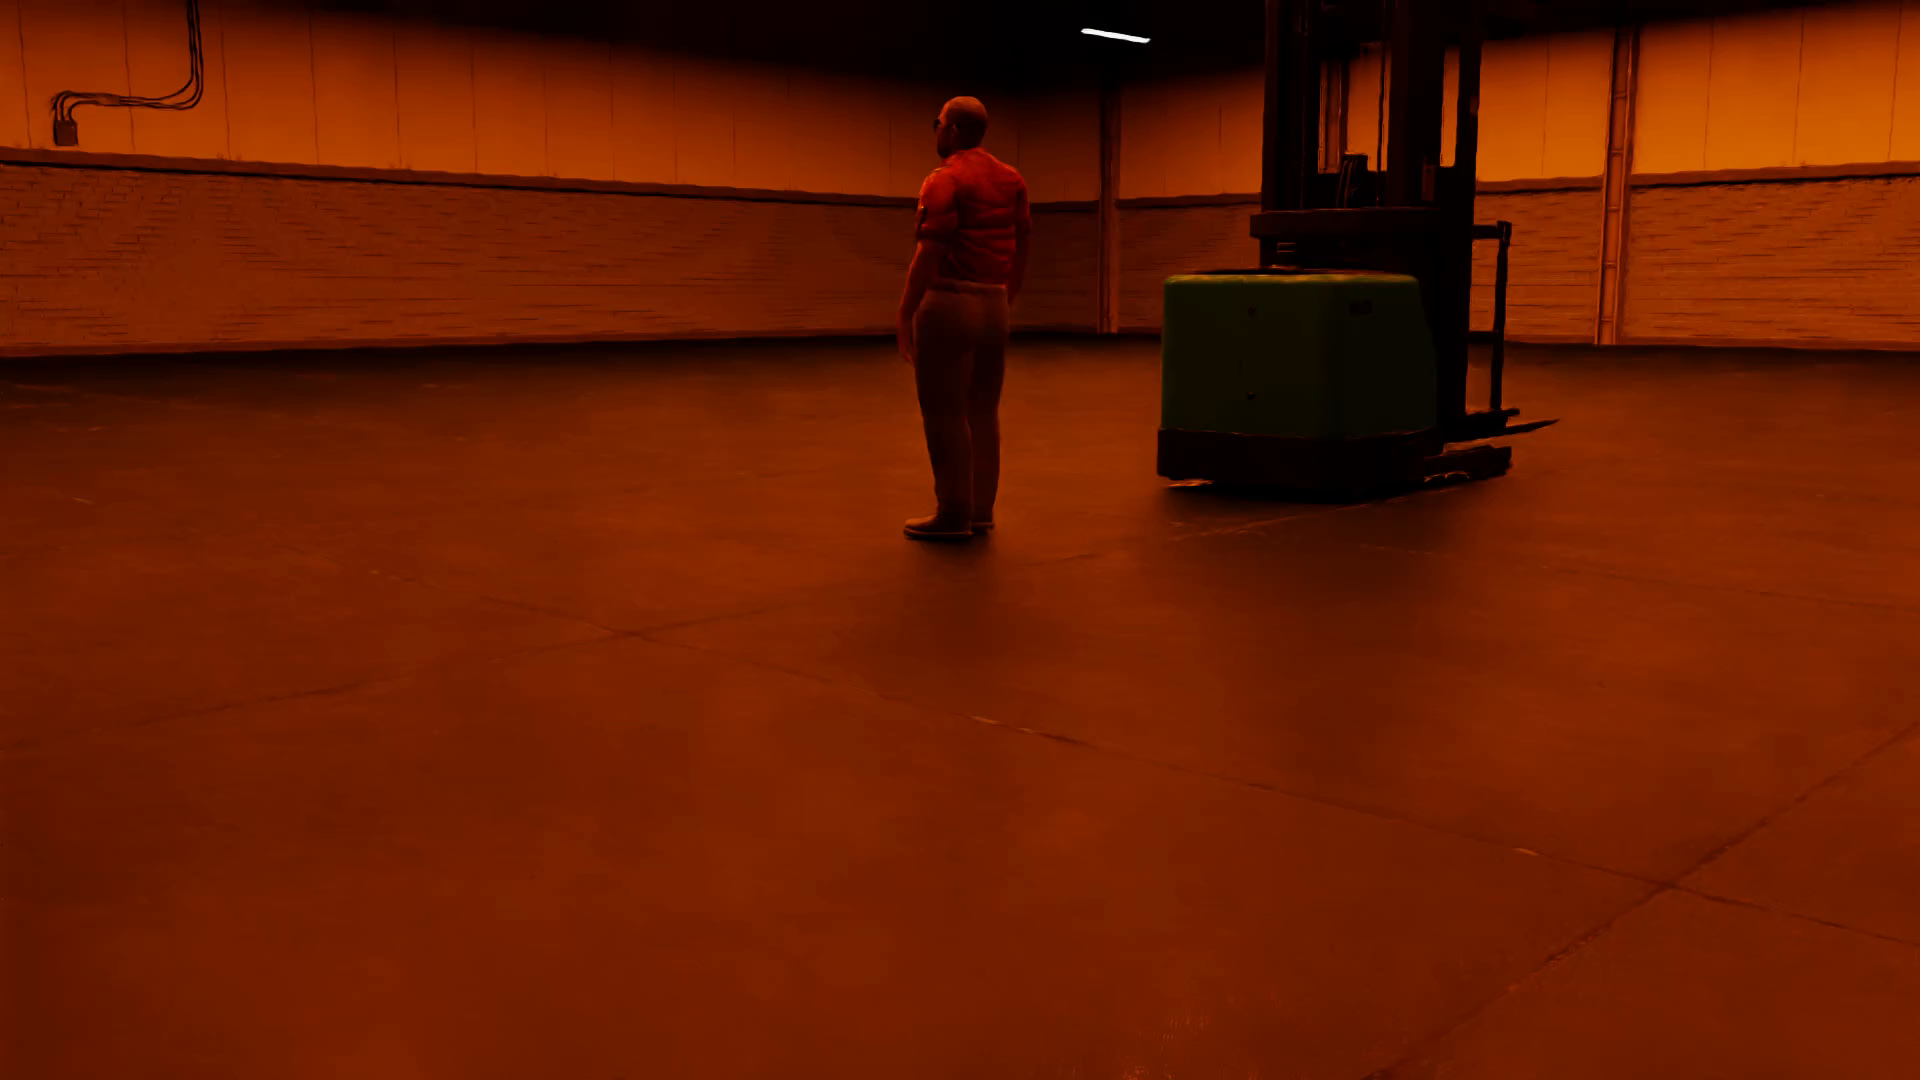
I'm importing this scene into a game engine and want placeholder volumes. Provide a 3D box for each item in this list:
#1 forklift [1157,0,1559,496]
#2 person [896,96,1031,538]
[{"bbox_3d":[2.363,-1.826,8.999,1.130,2.935,3.031,8,11,42],"label":"forklift"},{"bbox_3d":[-0.056,-0.873,6.658,0.550,1.727,0.640,8,12,43],"label":"person"}]
